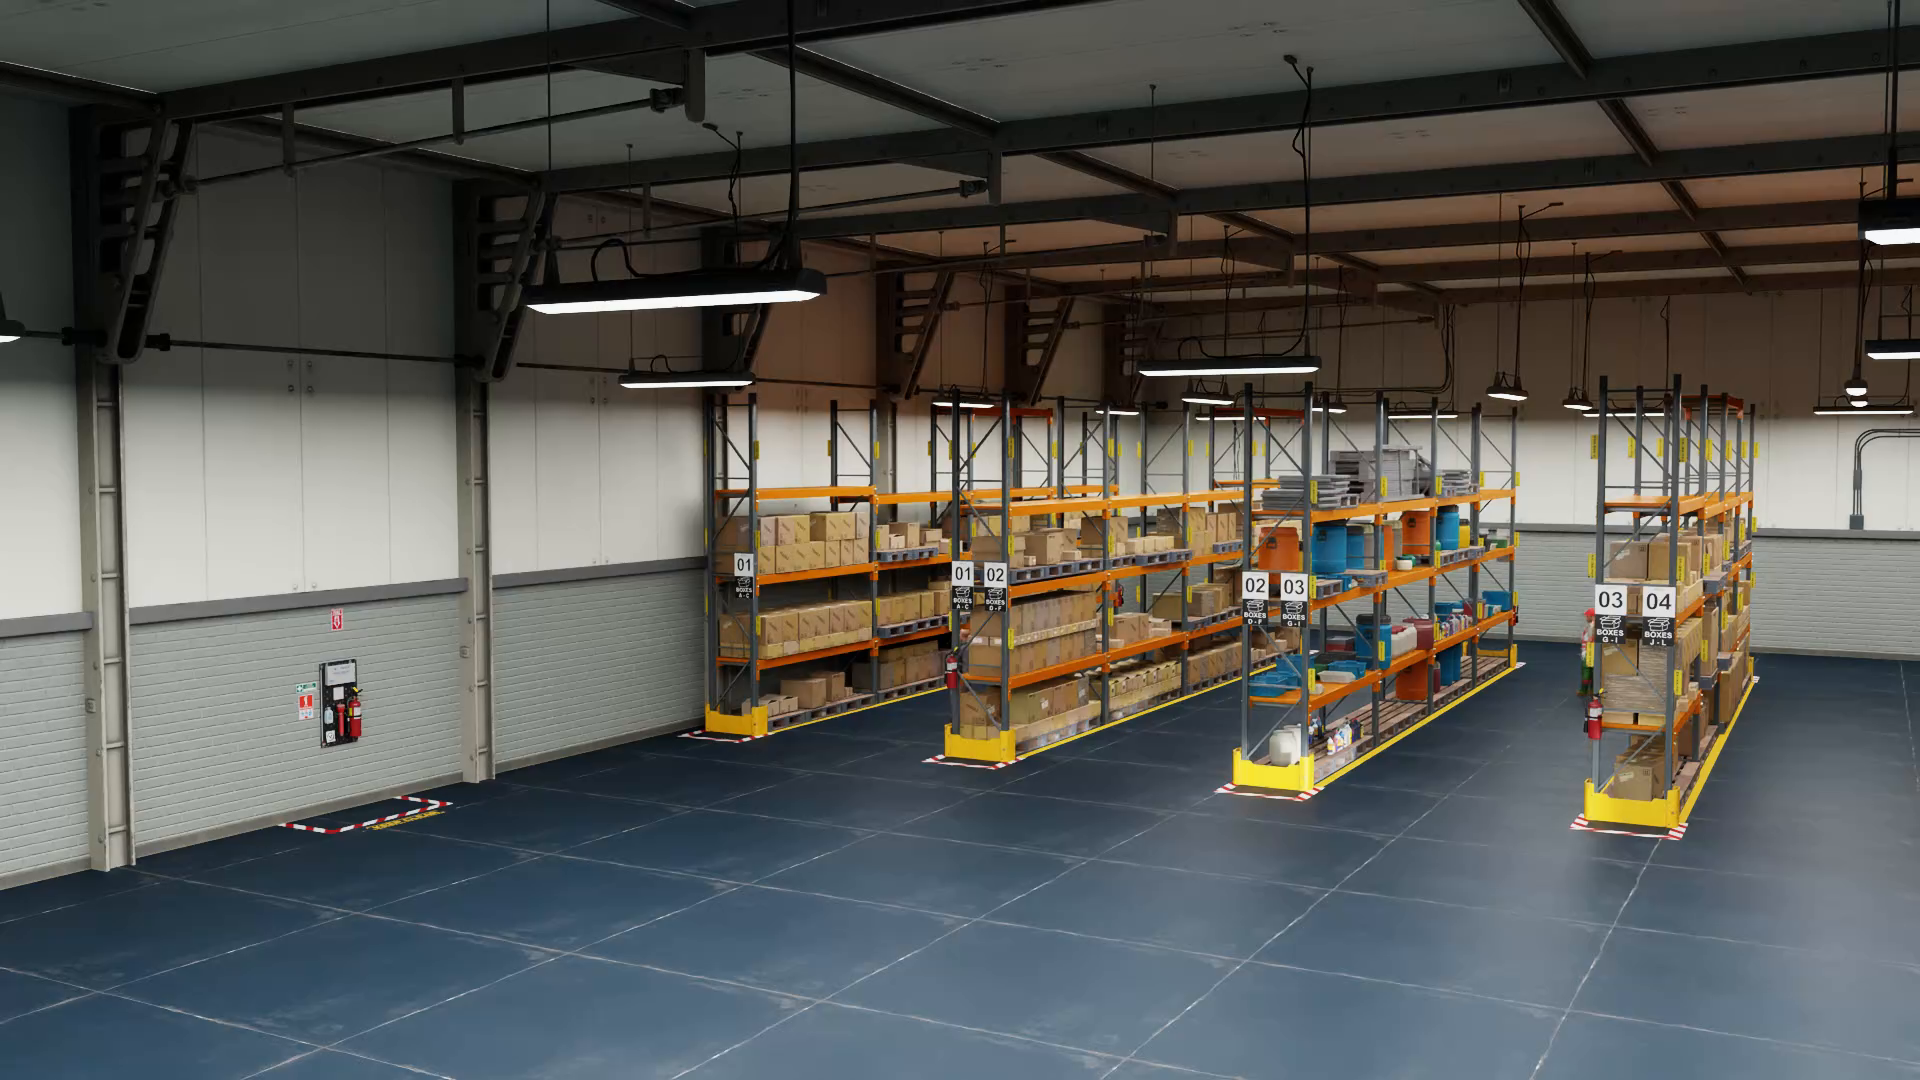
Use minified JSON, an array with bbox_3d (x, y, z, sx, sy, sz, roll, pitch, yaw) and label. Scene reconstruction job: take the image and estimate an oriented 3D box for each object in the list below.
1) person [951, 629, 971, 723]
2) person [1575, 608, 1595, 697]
[{"bbox_3d":[0.061,2.499,30.466,0.412,1.713,0.588,1,3,10],"label":"person"},{"bbox_3d":[12.769,2.284,33.818,0.454,1.789,0.601,3,4,41],"label":"person"}]
